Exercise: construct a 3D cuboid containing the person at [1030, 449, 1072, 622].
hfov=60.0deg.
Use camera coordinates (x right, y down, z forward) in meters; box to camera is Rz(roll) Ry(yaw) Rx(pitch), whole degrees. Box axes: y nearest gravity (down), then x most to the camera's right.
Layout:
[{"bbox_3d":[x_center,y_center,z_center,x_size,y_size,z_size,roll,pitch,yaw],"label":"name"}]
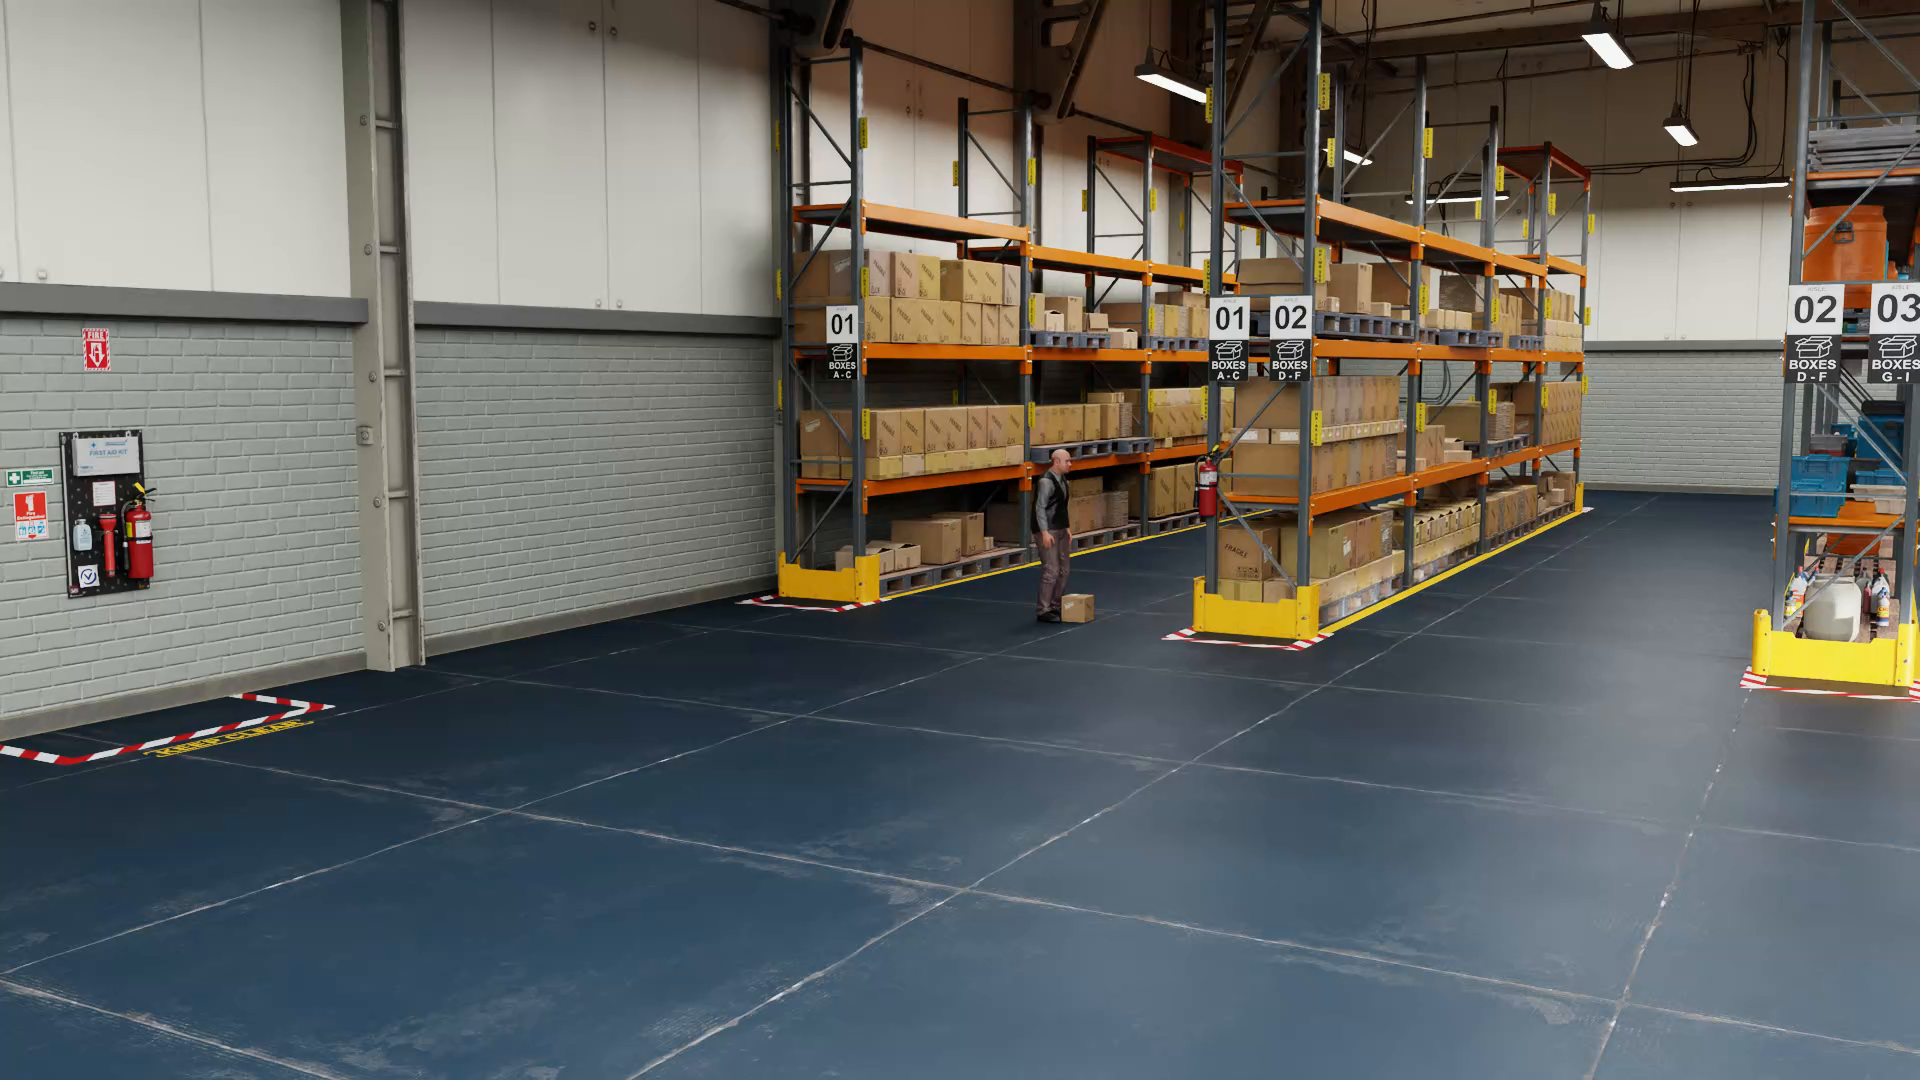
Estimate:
[{"bbox_3d":[0.934,-0.058,16.799,0.420,1.721,0.581,3,7,29],"label":"person"}]
